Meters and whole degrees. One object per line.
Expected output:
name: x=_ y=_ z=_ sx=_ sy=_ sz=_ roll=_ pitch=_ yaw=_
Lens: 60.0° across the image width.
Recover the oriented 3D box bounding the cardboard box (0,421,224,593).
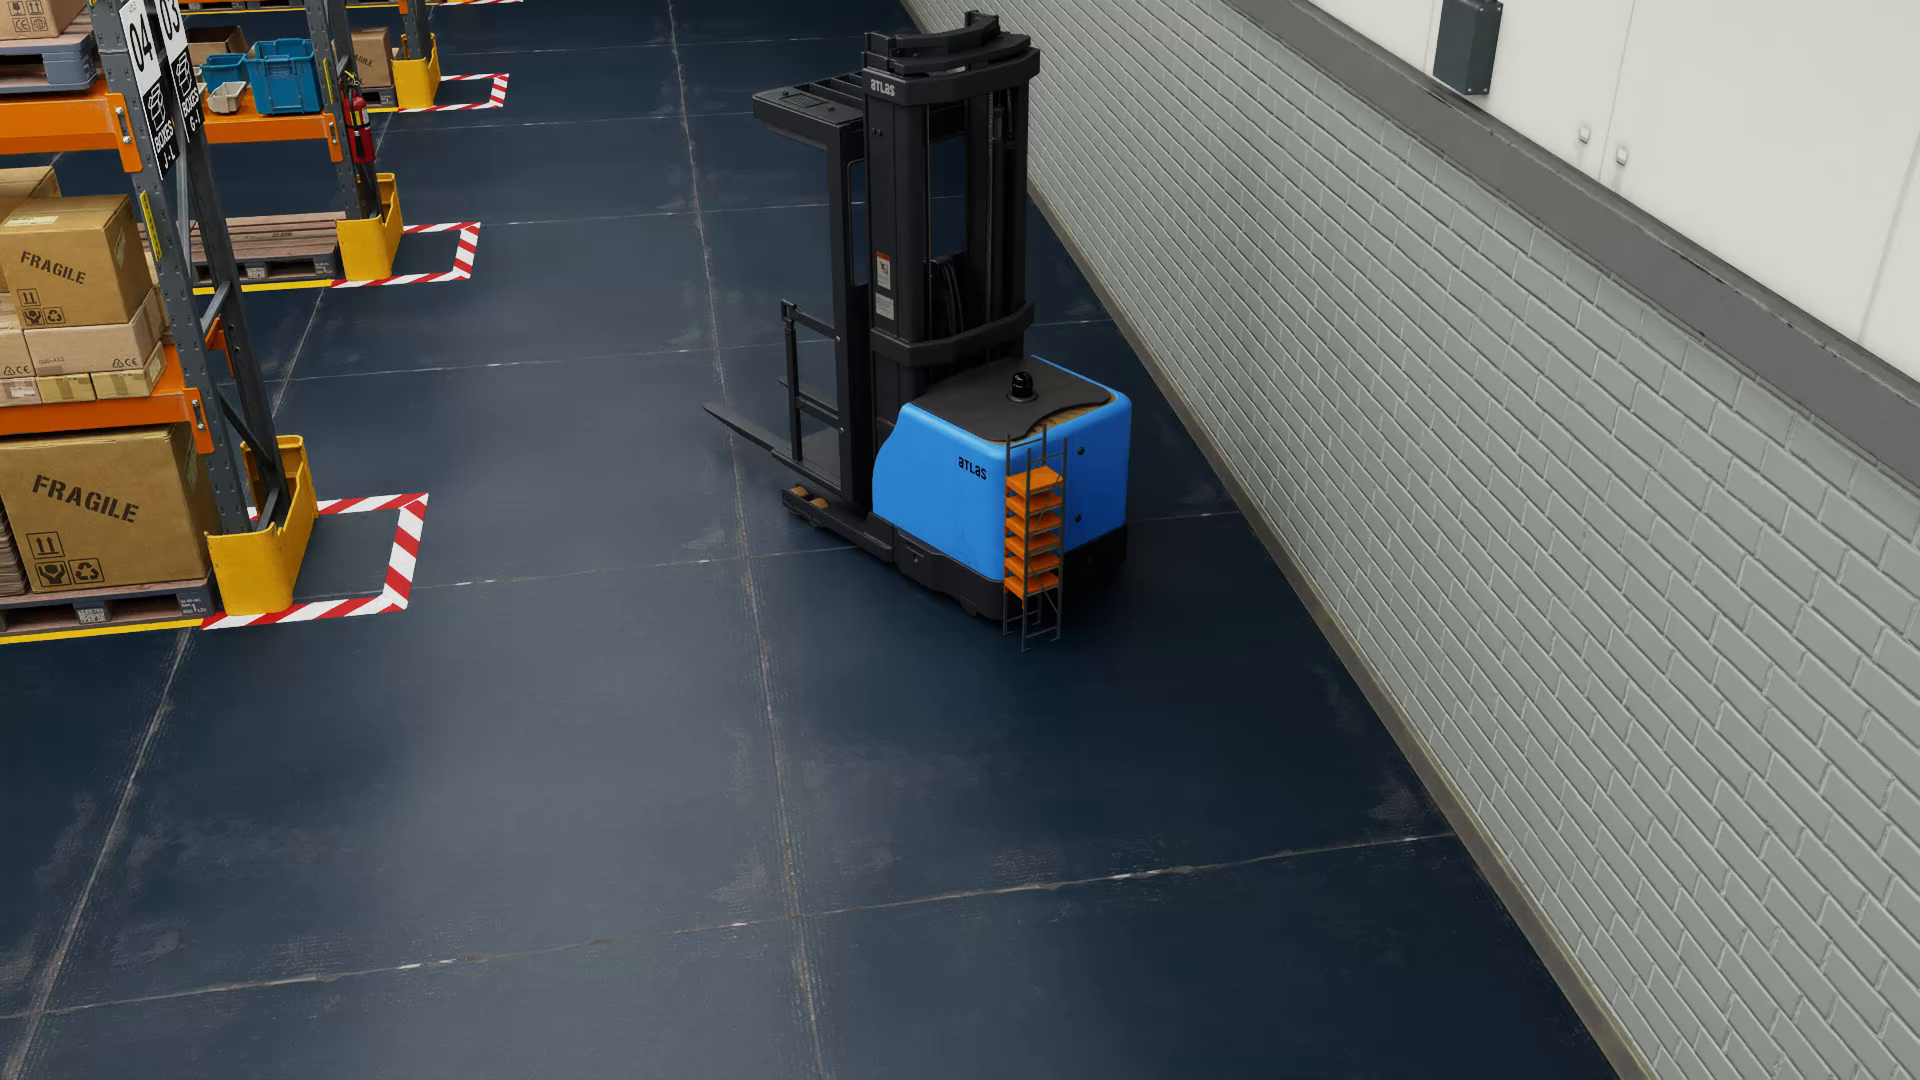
cardboard box: x=-4.578 y=-0.344 z=9.057 sx=0.875 sy=0.875 sz=0.875 roll=-5 pitch=31 yaw=-9

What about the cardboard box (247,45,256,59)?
cardboard box: x=-7.313 y=-5.121 z=17.779 sx=0.500 sy=0.250 sz=0.500 roll=-5 pitch=31 yaw=-9

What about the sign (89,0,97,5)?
sign: x=-3.878 y=-2.546 z=7.365 sx=0.005 sy=0.325 sz=0.100 roll=-5 pitch=31 yaw=-9

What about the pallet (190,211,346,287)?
pallet: x=-5.673 y=-2.388 z=13.604 sx=1.213 sy=0.211 sz=1.003 roll=-5 pitch=31 yaw=-9

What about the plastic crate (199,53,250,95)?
plastic crate: x=-5.804 y=-3.682 z=13.158 sx=0.300 sy=0.233 sz=0.416 roll=-5 pitch=31 yaw=-9

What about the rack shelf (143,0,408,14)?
rack shelf: x=-7.710 y=-5.624 z=17.065 sx=4.000 sy=0.370 sz=1.077 roll=-5 pitch=31 yaw=-9

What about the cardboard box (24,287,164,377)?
cardboard box: x=-4.391 y=-1.064 z=8.455 sx=0.500 sy=0.250 sz=0.500 roll=-6 pitch=31 yaw=-10

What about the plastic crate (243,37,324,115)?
plastic crate: x=-5.150 y=-3.564 z=12.758 sx=0.499 sy=0.435 sz=0.616 roll=-5 pitch=31 yaw=-9

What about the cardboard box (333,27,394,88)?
cardboard box: x=-6.233 y=-5.056 z=17.422 sx=0.500 sy=0.500 sz=0.500 roll=-5 pitch=31 yaw=-9

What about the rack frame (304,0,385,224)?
rack frame: x=-4.855 y=-3.646 z=12.992 sx=0.127 sy=3.000 sz=1.000 roll=-5 pitch=31 yaw=-9

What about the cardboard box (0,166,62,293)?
cardboard box: x=-4.975 y=-1.609 z=8.642 sx=0.500 sy=0.500 sz=0.500 roll=-6 pitch=31 yaw=-10

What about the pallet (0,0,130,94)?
pallet: x=-4.690 y=-2.359 z=7.930 sx=1.213 sy=0.211 sz=1.003 roll=-5 pitch=31 yaw=-9

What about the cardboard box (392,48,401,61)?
cardboard box: x=-6.217 y=-5.210 z=18.030 sx=0.250 sy=0.149 sz=0.380 roll=-5 pitch=31 yaw=-9

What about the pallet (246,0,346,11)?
pallet: x=-8.609 y=-7.162 z=21.722 sx=1.213 sy=0.211 sz=1.003 roll=-5 pitch=31 yaw=-9

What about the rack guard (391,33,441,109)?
rack guard: x=-5.818 y=-5.032 z=17.815 sx=0.348 sy=0.500 sz=1.175 roll=-5 pitch=31 yaw=-9

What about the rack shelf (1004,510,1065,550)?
rack shelf: x=0.383 y=-0.066 z=8.530 sx=0.258 sy=0.103 sz=0.180 roll=-17 pitch=35 yaw=-27

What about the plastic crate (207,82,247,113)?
plastic crate: x=-5.624 y=-3.394 z=12.764 sx=0.243 sy=0.136 sz=0.396 roll=-5 pitch=31 yaw=-9

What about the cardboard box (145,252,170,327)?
cardboard box: x=-4.483 y=-1.331 z=8.909 sx=0.500 sy=0.250 sz=0.500 roll=-6 pitch=31 yaw=-10

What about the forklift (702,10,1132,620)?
forklift: x=-0.418 y=-1.497 z=9.405 sx=1.130 sy=2.935 sz=3.031 roll=-25 pitch=38 yaw=-35

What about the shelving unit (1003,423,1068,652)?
shelving unit: x=0.383 y=-0.001 z=8.568 sx=0.258 sy=1.200 sz=0.189 roll=-17 pitch=35 yaw=-27

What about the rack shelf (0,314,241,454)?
rack shelf: x=-5.930 y=-0.684 z=8.664 sx=4.000 sy=0.370 sz=1.077 roll=-5 pitch=31 yaw=-9

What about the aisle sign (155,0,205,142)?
aisle sign: x=-3.946 y=-2.454 z=8.399 sx=0.004 sy=0.787 sz=0.394 roll=-5 pitch=31 yaw=-9

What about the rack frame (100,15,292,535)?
rack frame: x=-3.962 y=-1.177 z=8.792 sx=0.127 sy=3.000 sz=1.000 roll=-5 pitch=31 yaw=-9

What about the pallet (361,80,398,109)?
pallet: x=-6.602 y=-4.834 z=17.763 sx=1.213 sy=0.211 sz=1.003 roll=-5 pitch=31 yaw=-9

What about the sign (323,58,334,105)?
sign: x=-4.739 y=-3.444 z=12.487 sx=0.005 sy=0.325 sz=0.100 roll=-5 pitch=31 yaw=-9

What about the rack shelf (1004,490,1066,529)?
rack shelf: x=0.383 y=-0.169 z=8.469 sx=0.258 sy=0.103 sz=0.180 roll=-17 pitch=35 yaw=-27

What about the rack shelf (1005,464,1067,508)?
rack shelf: x=0.383 y=-0.273 z=8.408 sx=0.258 sy=0.103 sz=0.180 roll=-17 pitch=35 yaw=-27

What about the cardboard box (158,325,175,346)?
cardboard box: x=-4.371 y=-1.201 z=9.081 sx=0.250 sy=0.149 sz=0.380 roll=-5 pitch=31 yaw=-8

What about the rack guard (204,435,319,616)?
rack guard: x=-3.939 y=-0.102 z=9.430 sx=0.348 sy=0.500 sz=1.175 roll=-5 pitch=31 yaw=-9

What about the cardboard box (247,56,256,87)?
cardboard box: x=-7.173 y=-4.877 z=17.363 sx=0.500 sy=0.250 sz=0.500 roll=-5 pitch=31 yaw=-9

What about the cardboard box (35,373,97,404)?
cardboard box: x=-4.509 y=-0.847 z=8.480 sx=0.250 sy=0.149 sz=0.380 roll=-5 pitch=31 yaw=-8

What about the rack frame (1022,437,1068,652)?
rack frame: x=0.431 y=0.039 z=8.501 sx=0.240 sy=1.200 sz=0.006 roll=-17 pitch=35 yaw=-27
